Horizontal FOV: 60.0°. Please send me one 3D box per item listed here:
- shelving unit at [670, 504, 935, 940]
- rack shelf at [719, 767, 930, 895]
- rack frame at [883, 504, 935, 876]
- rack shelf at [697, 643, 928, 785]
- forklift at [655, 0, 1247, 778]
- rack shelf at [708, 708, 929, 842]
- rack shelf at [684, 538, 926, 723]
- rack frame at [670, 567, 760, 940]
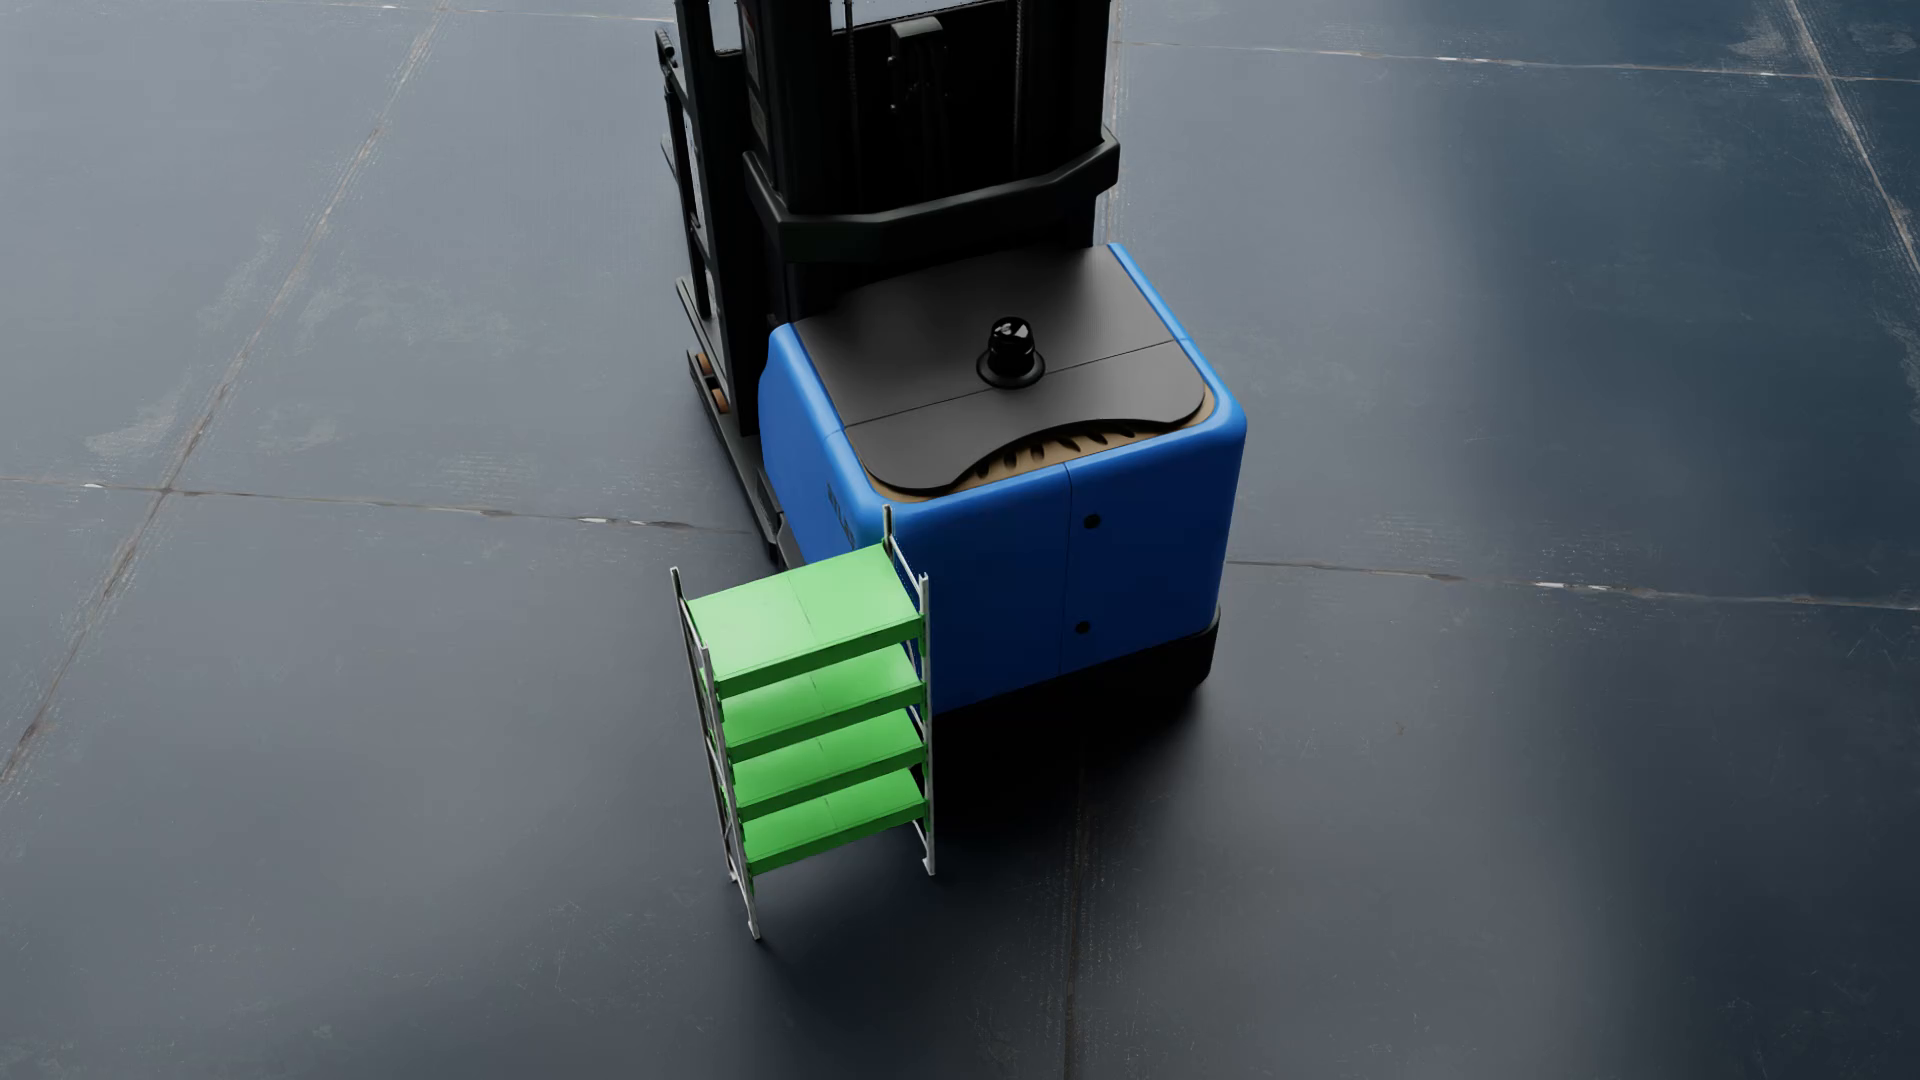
[{"bbox_3d":[-0.345,0.477,4.001,0.503,1.200,0.258,-17,50,-15],"label":"shelving unit"},{"bbox_3d":[-0.345,0.682,4.225,0.480,0.148,0.258,-17,50,-15],"label":"rack shelf"},{"bbox_3d":[-0.119,0.408,4.064,0.015,1.200,0.240,-17,50,-15],"label":"rack frame"},{"bbox_3d":[-0.345,0.358,3.871,0.480,0.148,0.258,-17,50,-15],"label":"rack shelf"},{"bbox_3d":[-0.279,-1.443,4.583,1.130,2.935,3.031,-16,50,-14],"label":"forklift"},{"bbox_3d":[-0.345,0.520,4.048,0.480,0.148,0.258,-17,50,-15],"label":"rack shelf"},{"bbox_3d":[-0.345,0.196,3.694,0.480,0.148,0.258,-17,50,-15],"label":"rack shelf"},{"bbox_3d":[-0.570,0.546,3.938,0.015,1.200,0.240,-17,50,-15],"label":"rack frame"}]
